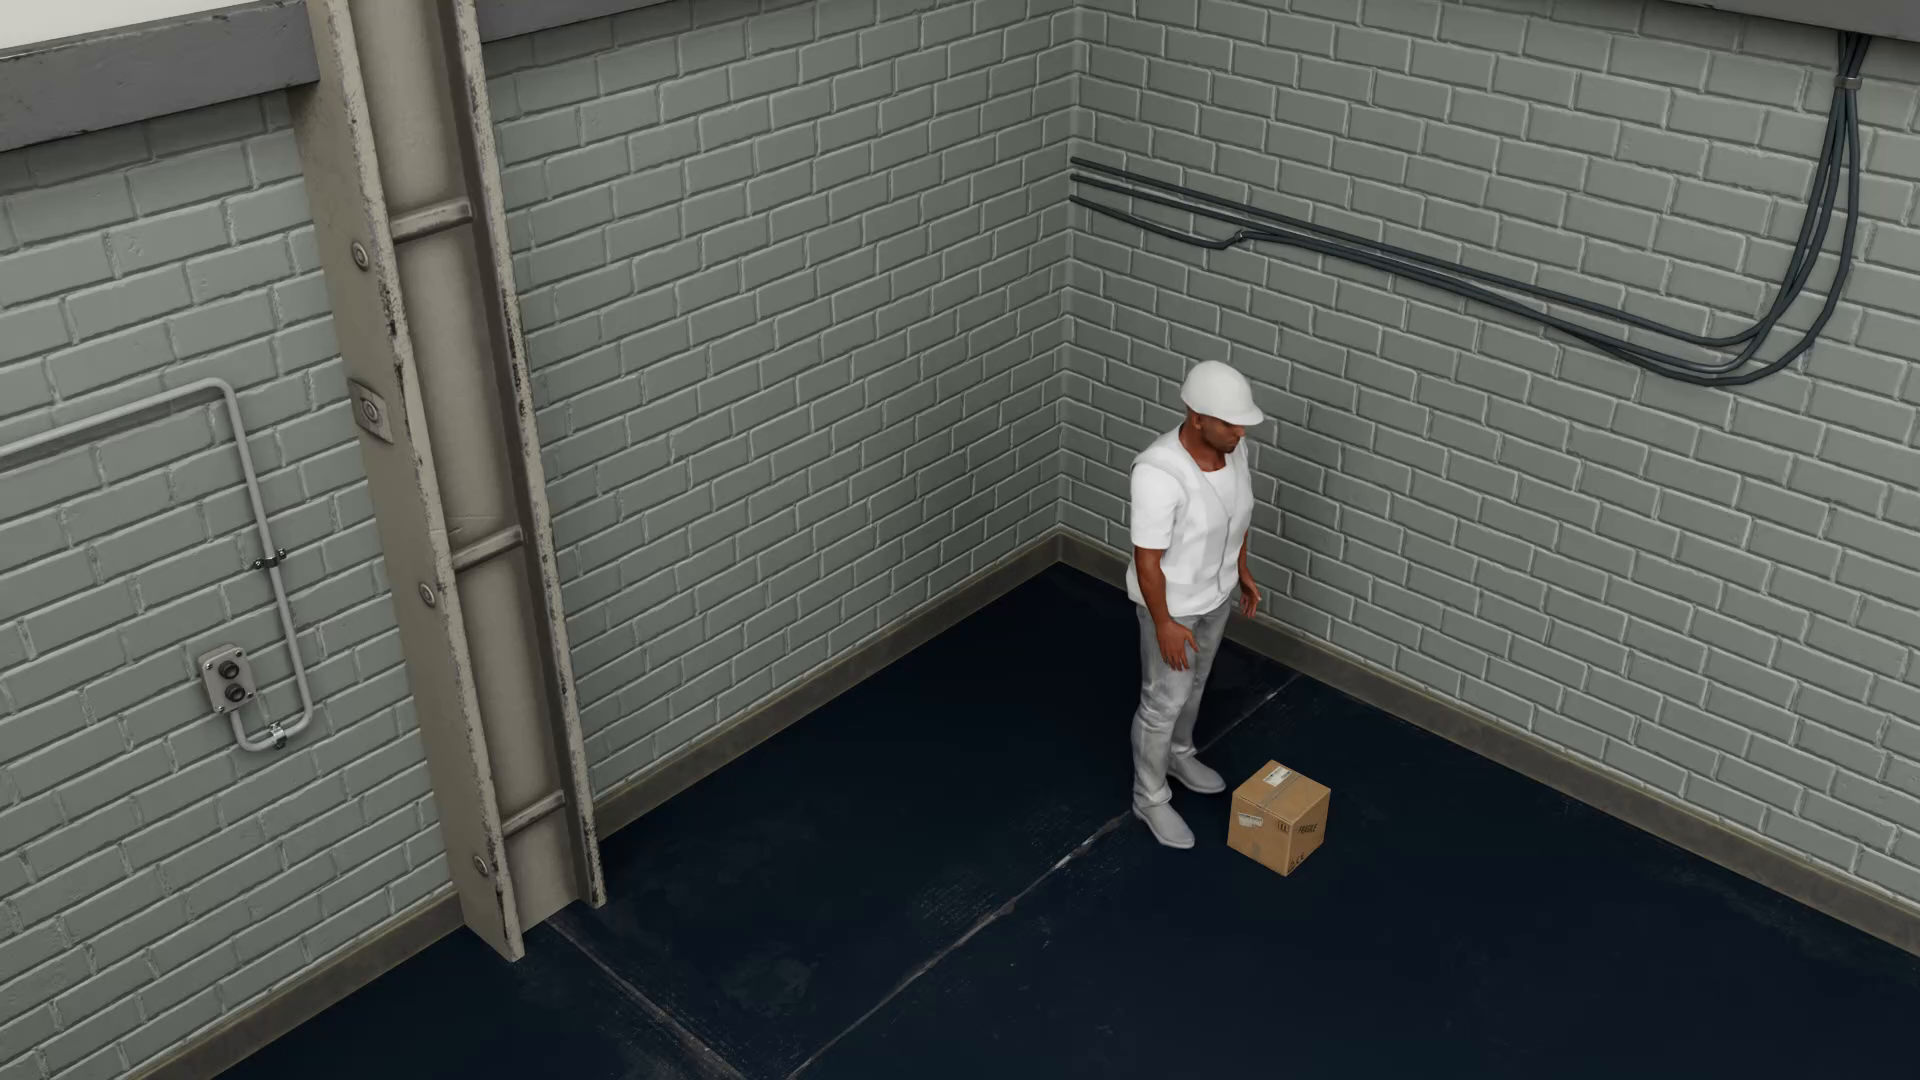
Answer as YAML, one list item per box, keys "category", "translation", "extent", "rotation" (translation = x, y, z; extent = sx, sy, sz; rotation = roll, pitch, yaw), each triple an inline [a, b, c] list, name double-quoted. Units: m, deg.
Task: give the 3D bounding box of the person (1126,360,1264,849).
- category: "person"
  translation: [0.819, 0.197, 5.777]
  extent: [0.437, 1.774, 0.574]
  rotation: [26, 39, 36]
